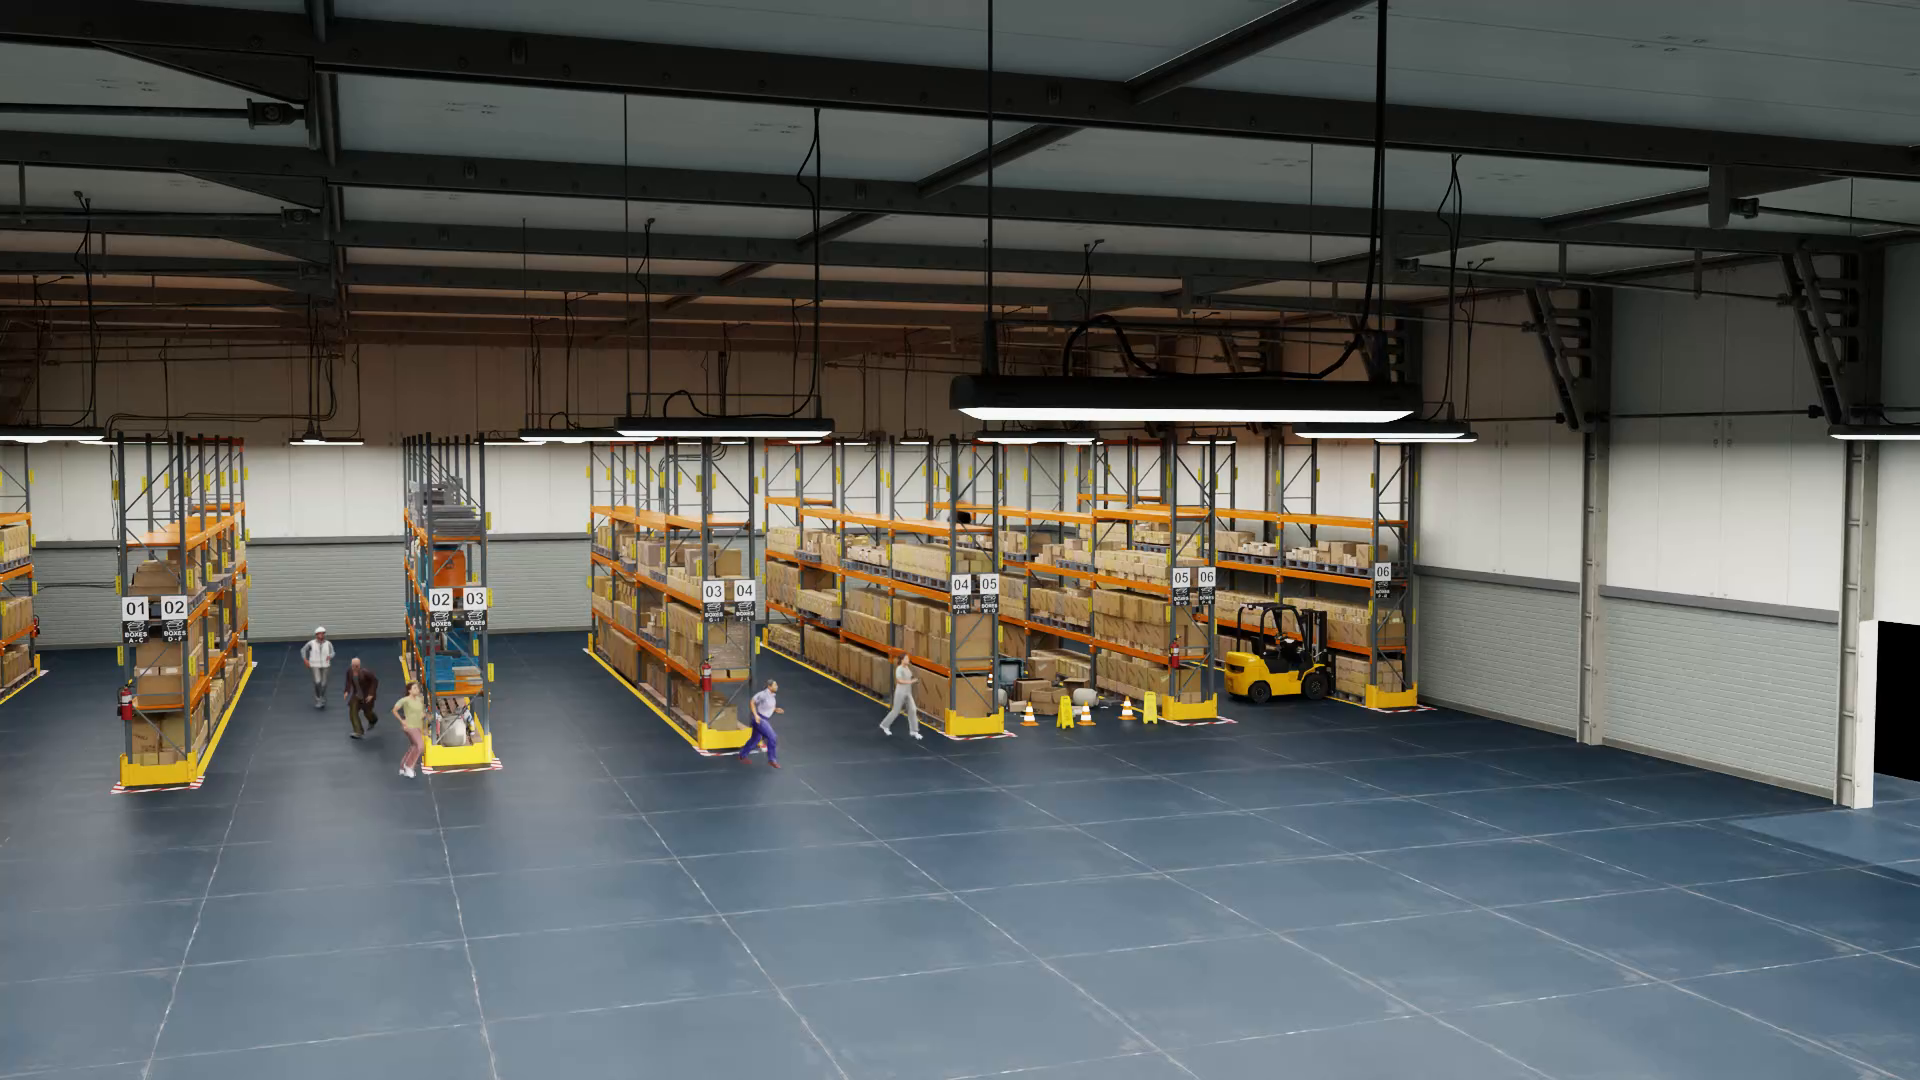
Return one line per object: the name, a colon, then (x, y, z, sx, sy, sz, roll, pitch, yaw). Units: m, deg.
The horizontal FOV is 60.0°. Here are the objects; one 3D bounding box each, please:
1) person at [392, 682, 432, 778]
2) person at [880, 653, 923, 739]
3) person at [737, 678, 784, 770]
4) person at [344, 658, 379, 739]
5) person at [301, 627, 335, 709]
person: (-9.499, 3.289, 28.896, 0.638, 1.657, 0.554, 1, 3, 21)
person: (-1.146, 3.046, 32.715, 0.948, 1.675, 0.552, 2, 4, 29)
person: (-3.580, 3.285, 29.705, 0.883, 1.646, 0.599, 1, 3, 11)
person: (-11.767, 3.101, 32.935, 0.693, 1.644, 1.106, 0, 3, 5)
person: (-14.161, 2.826, 36.769, 0.662, 1.792, 0.737, -2, 4, -34)
